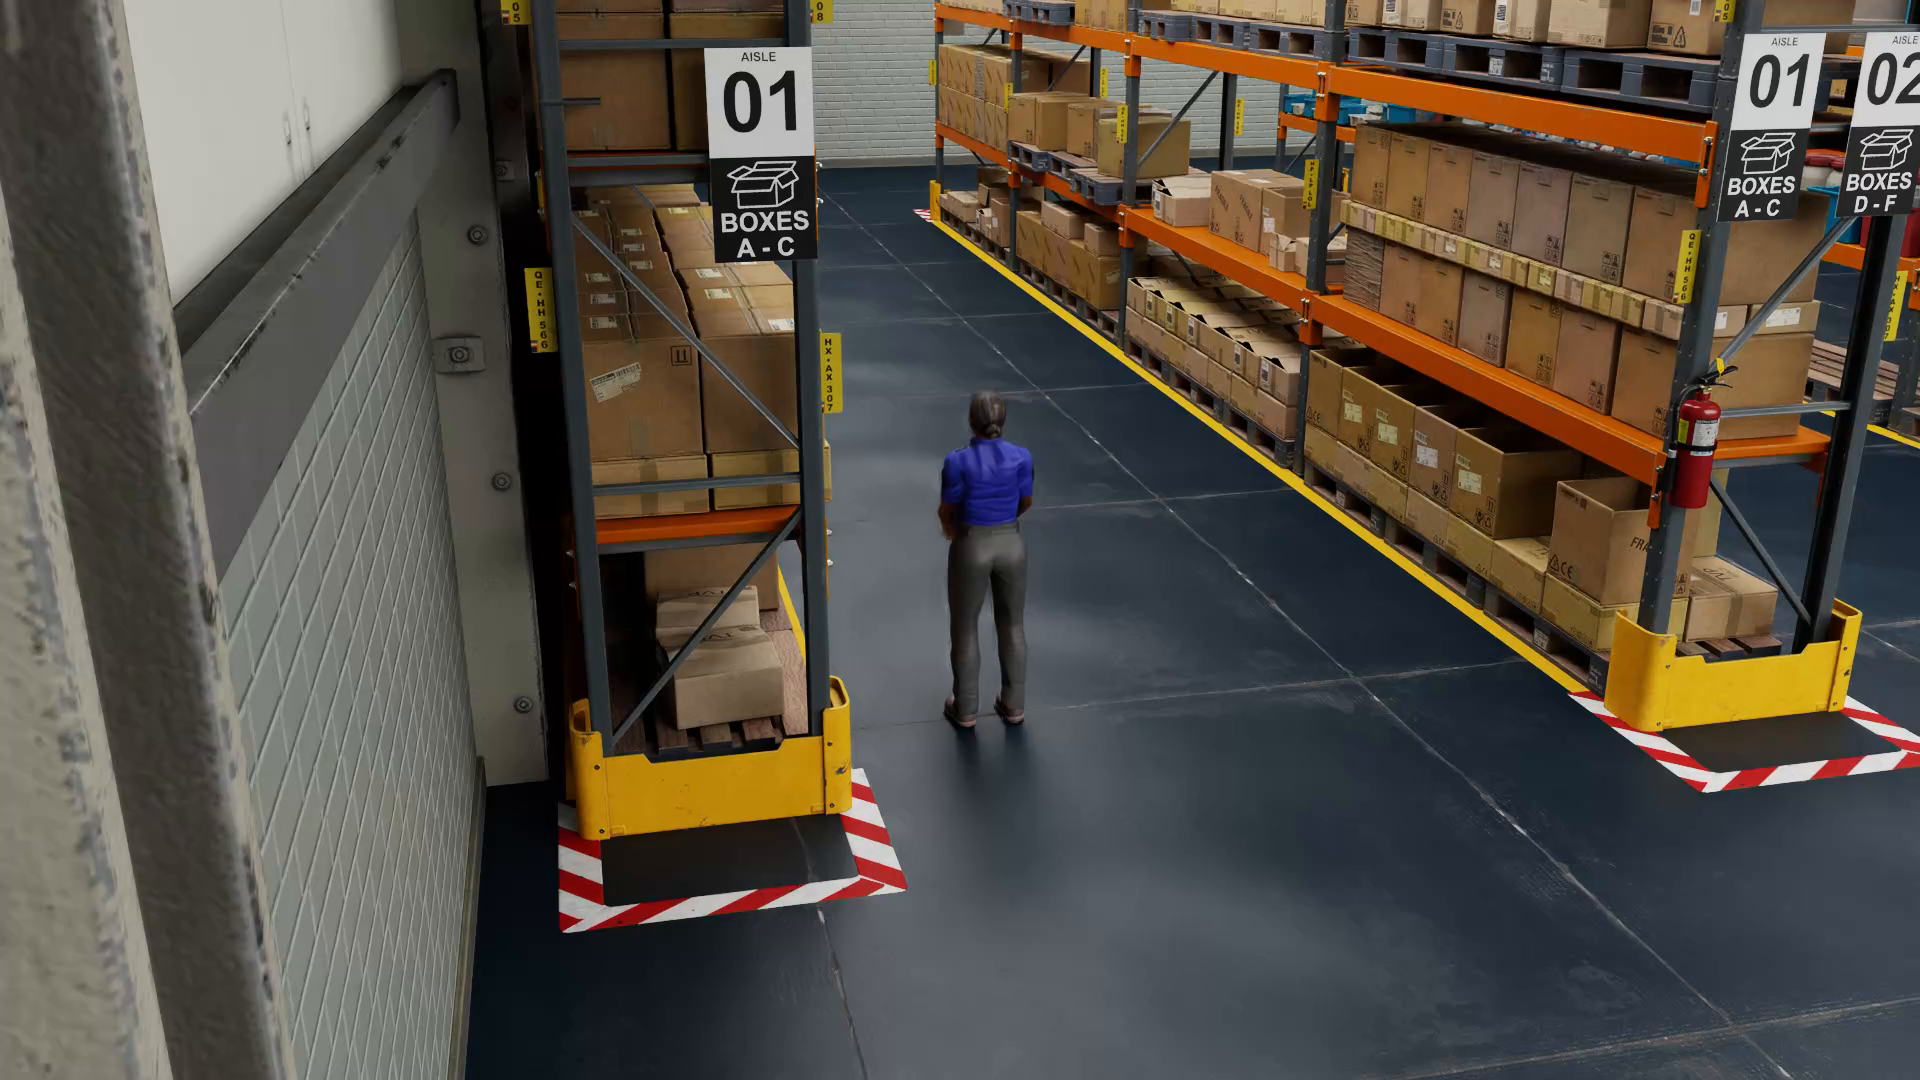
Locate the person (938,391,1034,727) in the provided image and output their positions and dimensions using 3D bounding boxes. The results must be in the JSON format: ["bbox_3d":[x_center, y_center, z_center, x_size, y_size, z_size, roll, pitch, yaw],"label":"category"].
[{"bbox_3d":[0.111,0.056,7.928,0.454,1.652,0.511,-4,20,-11],"label":"person"}]
